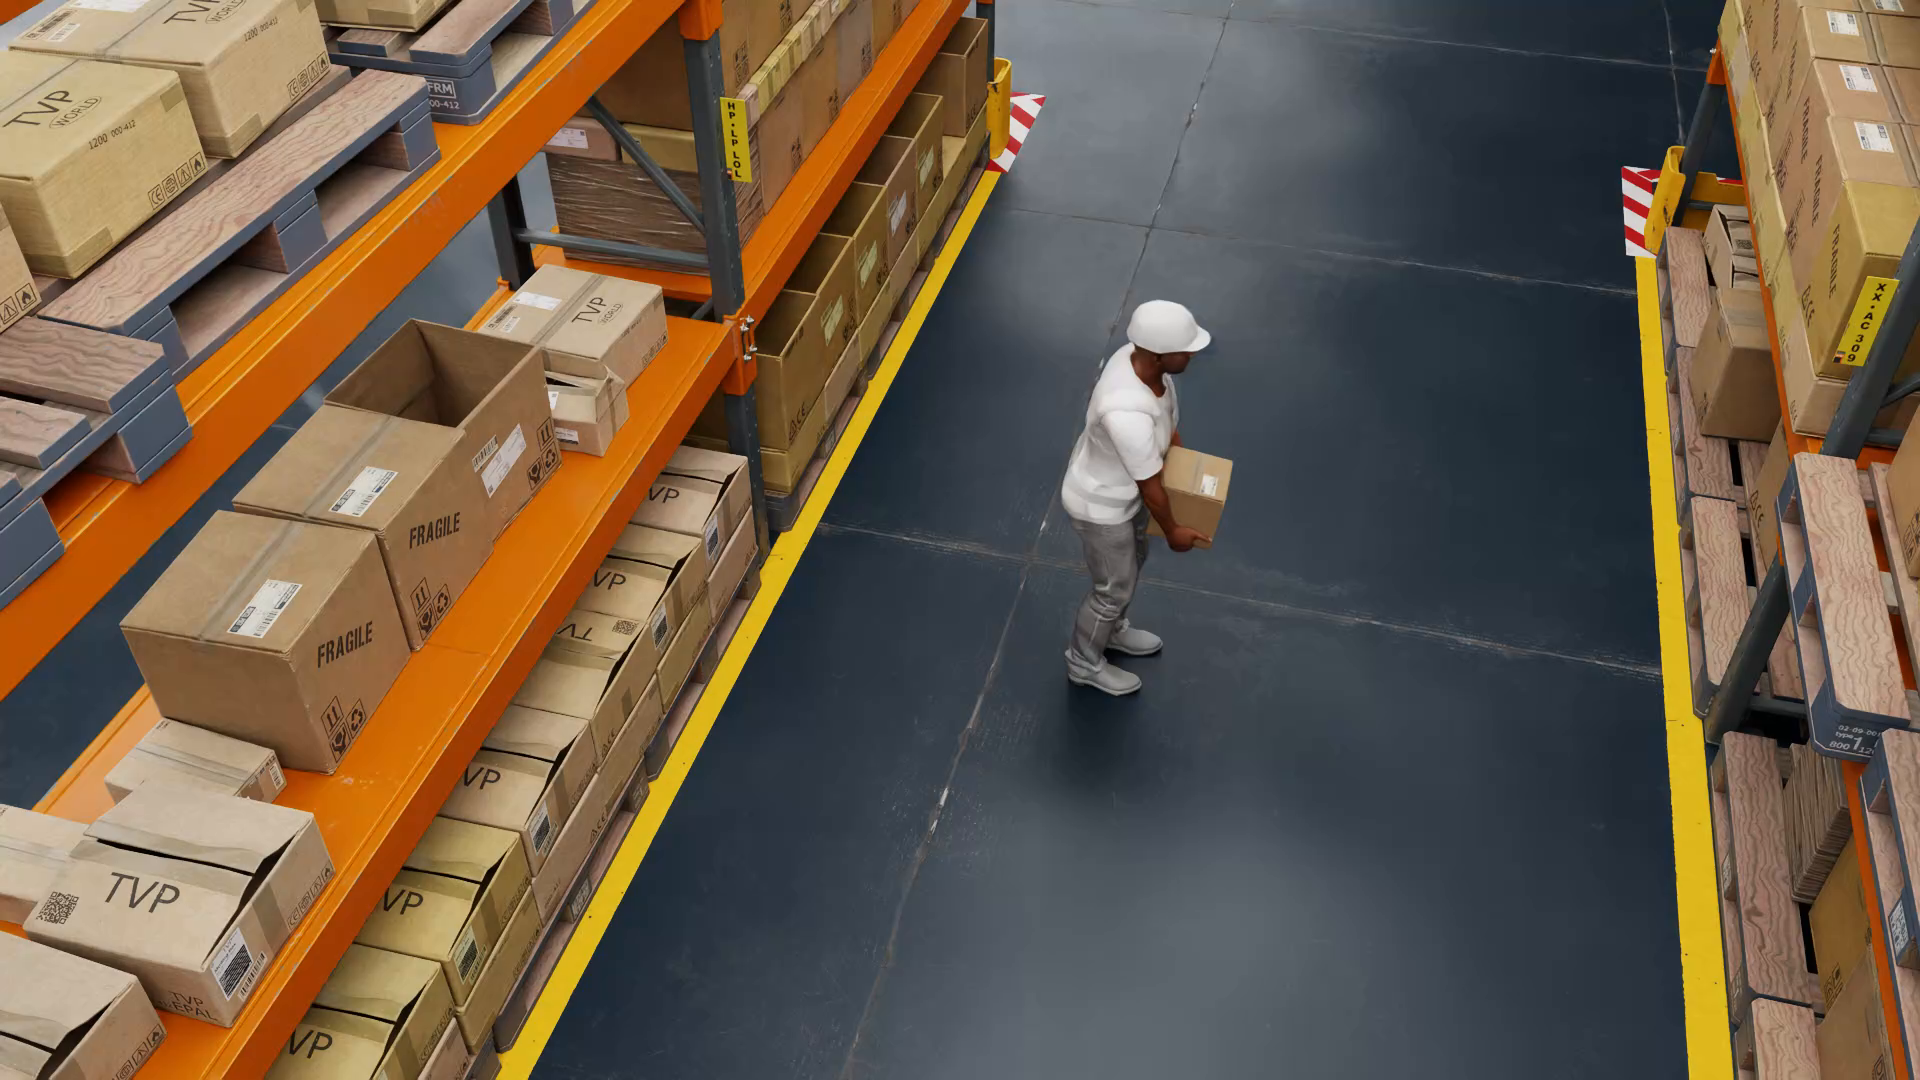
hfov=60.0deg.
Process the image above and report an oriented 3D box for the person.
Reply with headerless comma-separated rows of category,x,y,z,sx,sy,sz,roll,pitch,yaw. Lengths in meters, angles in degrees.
person,0.688,-0.161,6.340,0.592,1.746,0.501,9,42,11
